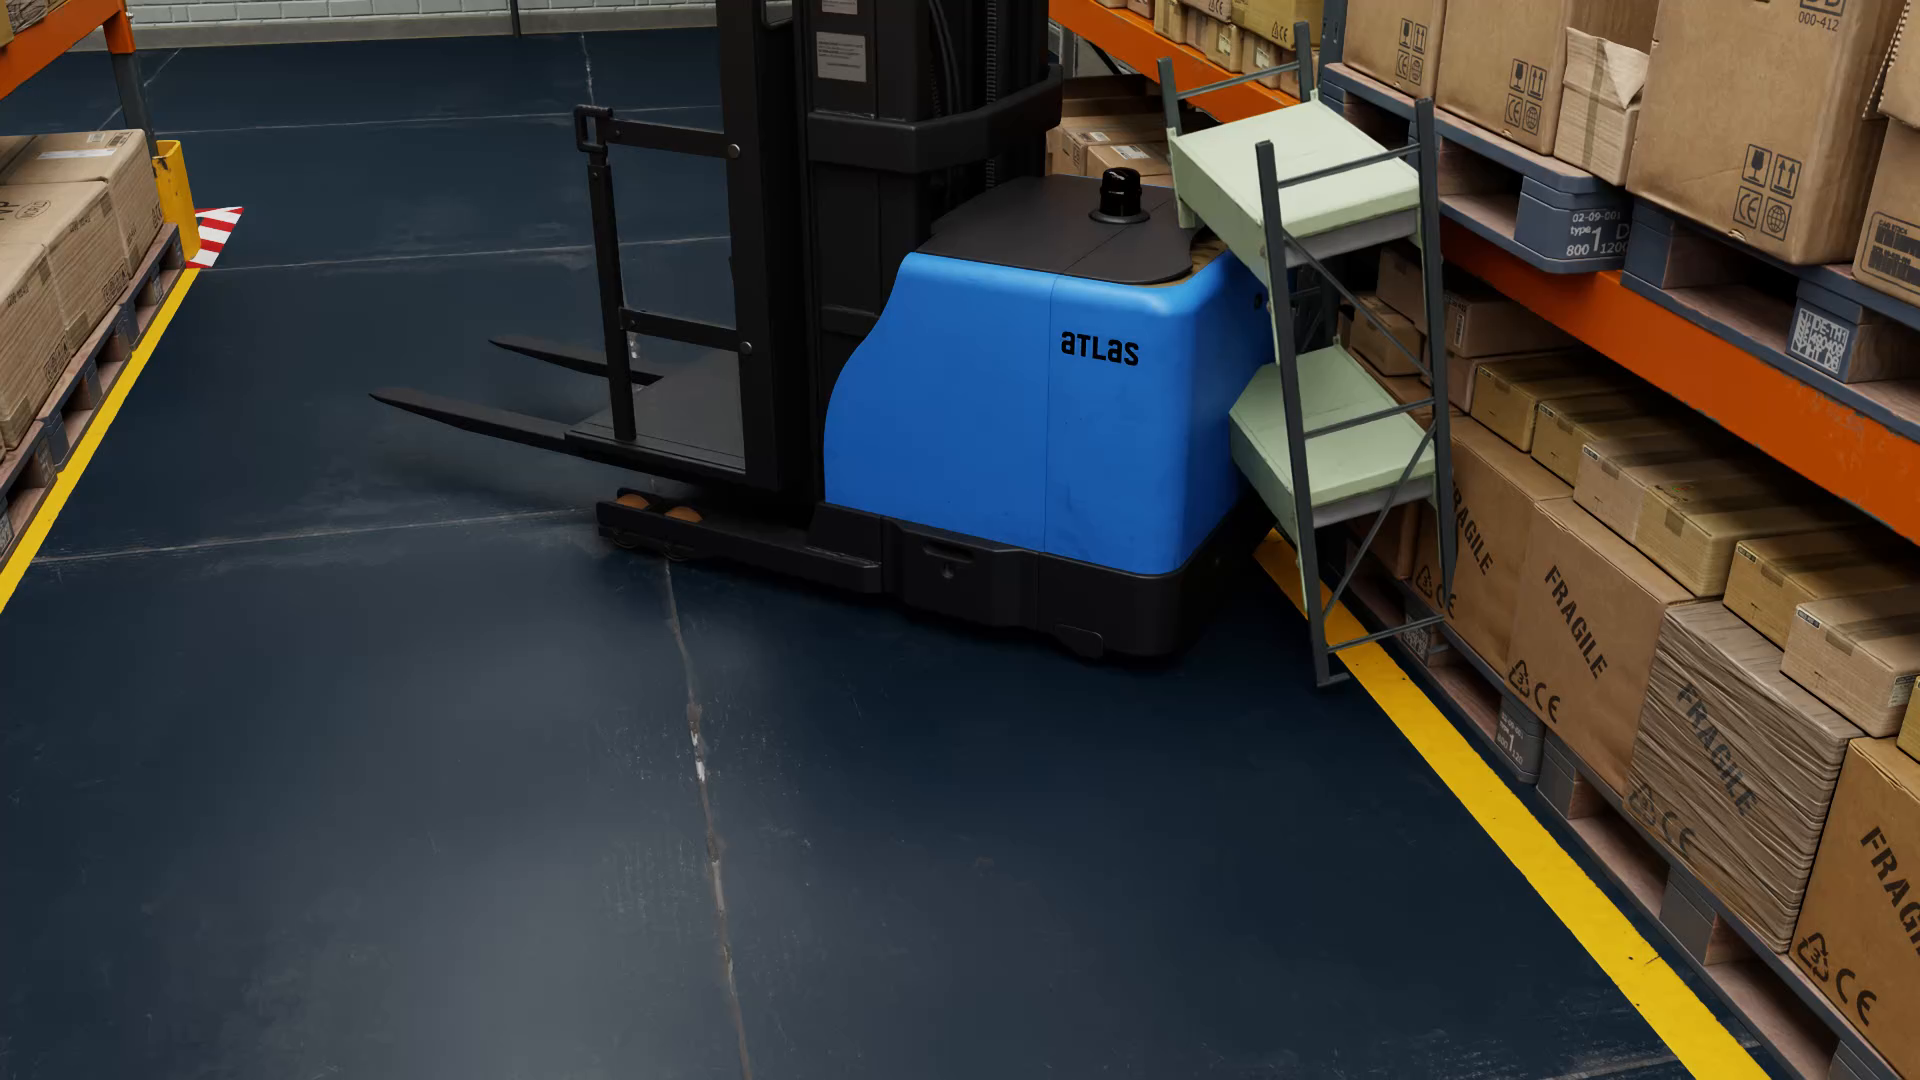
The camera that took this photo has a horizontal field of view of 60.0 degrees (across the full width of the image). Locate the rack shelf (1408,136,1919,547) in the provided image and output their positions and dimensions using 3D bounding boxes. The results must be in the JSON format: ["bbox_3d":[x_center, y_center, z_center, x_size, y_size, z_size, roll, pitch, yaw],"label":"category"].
[{"bbox_3d":[1.957,-0.205,3.126,1.077,0.370,4.000,-6,27,-12],"label":"rack shelf"}]

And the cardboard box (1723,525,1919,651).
[{"bbox_3d":[1.773,0.101,3.309,0.380,0.149,0.250,-6,27,-11],"label":"cardboard box"}]

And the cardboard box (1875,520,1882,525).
[{"bbox_3d":[2.204,-0.069,3.647,0.380,0.149,0.250,-6,27,-11],"label":"cardboard box"}]

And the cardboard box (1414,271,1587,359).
[{"bbox_3d":[1.433,-0.605,4.377,0.380,0.149,0.250,-7,28,-14],"label":"cardboard box"}]

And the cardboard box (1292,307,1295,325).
[{"bbox_3d":[1.014,-0.743,5.961,0.396,0.266,0.258,-5,27,-10],"label":"cardboard box"}]

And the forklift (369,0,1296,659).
[{"bbox_3d":[-0.554,-1.438,4.846,3.031,2.935,1.130,13,30,24],"label":"forklift"}]

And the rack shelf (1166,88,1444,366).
[{"bbox_3d":[0.836,-0.793,4.112,0.431,0.370,0.720,-16,32,-3],"label":"rack shelf"}]

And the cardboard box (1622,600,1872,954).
[{"bbox_3d":[1.745,0.440,3.358,0.500,0.500,0.500,-7,28,-13],"label":"cardboard box"}]

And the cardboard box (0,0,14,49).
[{"bbox_3d":[-3.511,-1.843,5.461,0.500,0.500,0.500,-5,27,-10],"label":"cardboard box"}]

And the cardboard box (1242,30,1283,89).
[{"bbox_3d":[1.109,-1.519,5.209,0.380,0.149,0.250,-5,27,-10],"label":"cardboard box"}]

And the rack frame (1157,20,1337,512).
[{"bbox_3d":[0.844,-0.651,4.628,0.400,1.500,0.023,-16,32,-3],"label":"rack frame"}]

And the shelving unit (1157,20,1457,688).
[{"bbox_3d":[0.914,-0.470,4.317,0.431,1.500,0.755,-16,32,-3],"label":"shelving unit"}]

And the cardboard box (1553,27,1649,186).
[{"bbox_3d":[1.446,-0.883,3.354,0.396,0.266,0.258,-5,27,-9],"label":"cardboard box"}]

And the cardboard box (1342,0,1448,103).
[{"bbox_3d":[1.398,-1.402,4.121,0.700,0.500,0.500,-5,27,-10],"label":"cardboard box"}]

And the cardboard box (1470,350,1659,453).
[{"bbox_3d":[1.535,-0.356,4.214,0.380,0.149,0.250,-7,28,-14],"label":"cardboard box"}]

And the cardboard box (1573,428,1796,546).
[{"bbox_3d":[1.630,-0.123,3.754,0.380,0.149,0.250,-6,27,-12],"label":"cardboard box"}]

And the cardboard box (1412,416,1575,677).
[{"bbox_3d":[1.526,-0.008,4.245,0.500,0.500,0.500,-6,27,-12],"label":"cardboard box"}]

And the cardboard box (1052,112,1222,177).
[{"bbox_3d":[0.805,-1.575,7.349,0.700,0.500,0.500,-5,27,-9],"label":"cardboard box"}]

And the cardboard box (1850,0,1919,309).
[{"bbox_3d":[1.860,-0.580,2.489,0.797,0.503,0.637,-7,28,-13],"label":"cardboard box"}]

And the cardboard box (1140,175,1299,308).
[{"bbox_3d":[1.039,-1.119,6.446,0.700,0.500,0.500,-7,28,-14],"label":"cardboard box"}]

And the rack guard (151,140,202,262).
[{"bbox_3d":[-4.235,-1.549,7.765,1.175,0.500,0.348,-6,27,-12],"label":"rack guard"}]

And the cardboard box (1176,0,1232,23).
[{"bbox_3d":[1.027,-1.888,5.497,0.500,0.250,0.500,-6,27,-11],"label":"cardboard box"}]

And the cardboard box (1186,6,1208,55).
[{"bbox_3d":[0.994,-1.748,5.664,0.380,0.149,0.250,-5,27,-10],"label":"cardboard box"}]

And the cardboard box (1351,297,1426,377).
[{"bbox_3d":[1.328,-0.581,4.661,0.380,0.149,0.250,-5,27,-9],"label":"cardboard box"}]

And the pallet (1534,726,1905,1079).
[{"bbox_3d":[2.005,0.730,3.569,1.003,0.211,1.213,-6,27,-12],"label":"pallet"}]

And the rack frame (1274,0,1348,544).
[{"bbox_3d":[1.506,-1.405,4.704,1.000,3.000,0.127,-6,27,-12],"label":"rack frame"}]

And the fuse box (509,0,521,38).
[{"bbox_3d":[-3.444,-4.702,12.667,0.539,1.711,0.414,-6,27,-12],"label":"fuse box"}]

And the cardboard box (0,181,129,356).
[{"bbox_3d":[-3.769,-1.018,6.315,0.875,0.438,0.875,-5,27,-10],"label":"cardboard box"}]

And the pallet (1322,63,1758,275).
[{"bbox_3d":[1.580,-0.957,4.030,1.003,0.211,1.213,-6,27,-12],"label":"pallet"}]

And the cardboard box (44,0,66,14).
[{"bbox_3d":[-3.765,-2.293,6.353,0.500,0.500,0.500,-7,28,-13],"label":"cardboard box"}]

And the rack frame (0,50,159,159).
[{"bbox_3d":[-4.230,-2.655,7.181,1.000,3.000,0.127,-6,27,-12],"label":"rack frame"}]

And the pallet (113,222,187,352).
[{"bbox_3d":[-3.974,-1.067,7.130,1.003,0.211,1.213,-6,27,-12],"label":"pallet"}]

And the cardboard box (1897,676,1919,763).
[{"bbox_3d":[1.870,0.333,2.850,0.380,0.149,0.250,-6,27,-12],"label":"cardboard box"}]

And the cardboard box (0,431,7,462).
[{"bbox_3d":[-3.366,-0.229,4.752,0.875,0.438,0.875,-6,27,-12],"label":"cardboard box"}]

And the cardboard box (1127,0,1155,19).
[{"bbox_3d":[0.858,-2.086,6.333,0.380,0.149,0.250,-6,27,-12],"label":"cardboard box"}]

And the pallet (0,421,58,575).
[{"bbox_3d":[-3.424,0.004,5.007,1.003,0.211,1.213,-6,27,-12],"label":"pallet"}]
